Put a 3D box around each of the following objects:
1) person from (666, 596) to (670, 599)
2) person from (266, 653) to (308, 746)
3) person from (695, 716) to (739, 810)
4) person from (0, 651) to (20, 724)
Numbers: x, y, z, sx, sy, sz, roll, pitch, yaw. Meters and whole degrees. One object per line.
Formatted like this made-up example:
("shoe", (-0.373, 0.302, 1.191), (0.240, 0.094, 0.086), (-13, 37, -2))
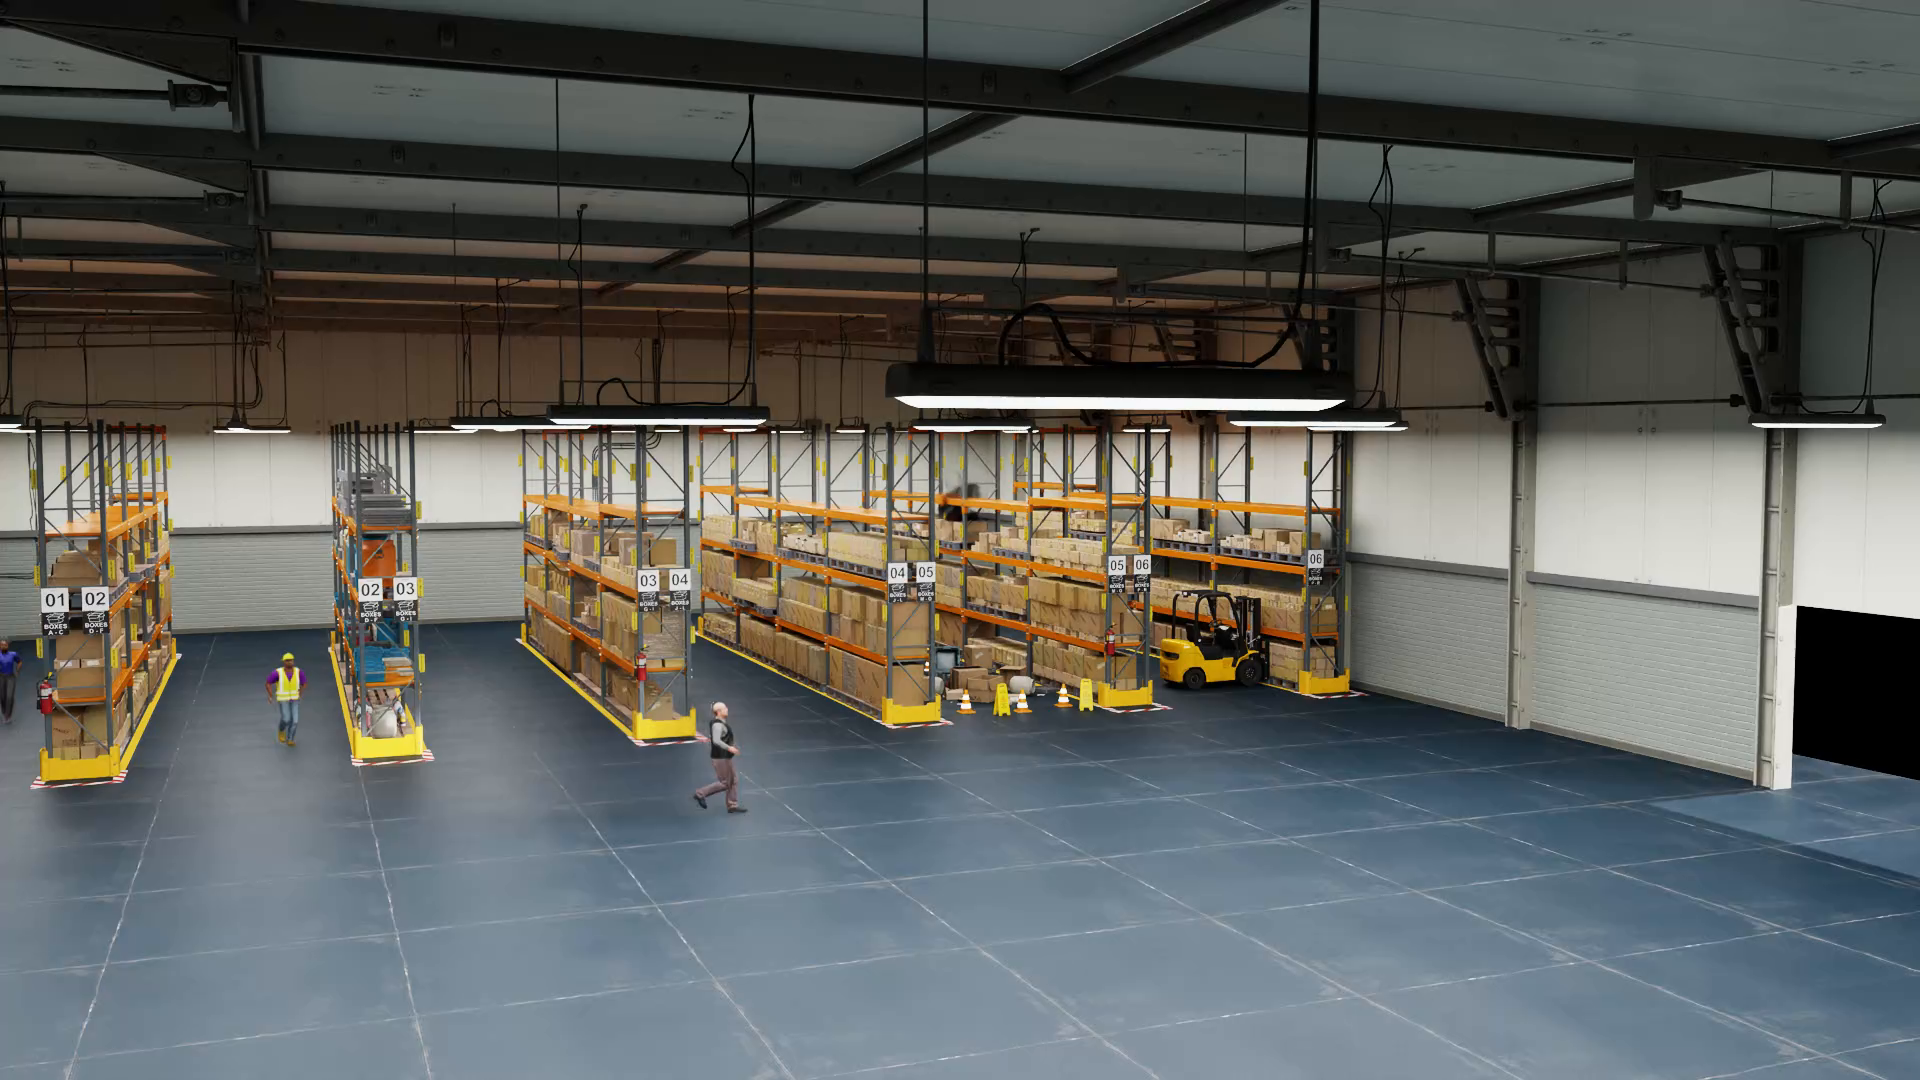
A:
("person", (-7.783, 1.977, 45.480), (0.552, 1.539, 0.764), (-2, 4, -24))
("person", (-12.341, 2.946, 30.585), (0.695, 1.718, 0.583), (-2, 4, -34))
("person", (-3.668, 3.368, 25.104), (0.653, 1.439, 0.670), (0, 4, -8))
("person", (-19.159, 2.930, 33.388), (0.542, 1.453, 0.859), (-2, 4, -28))
